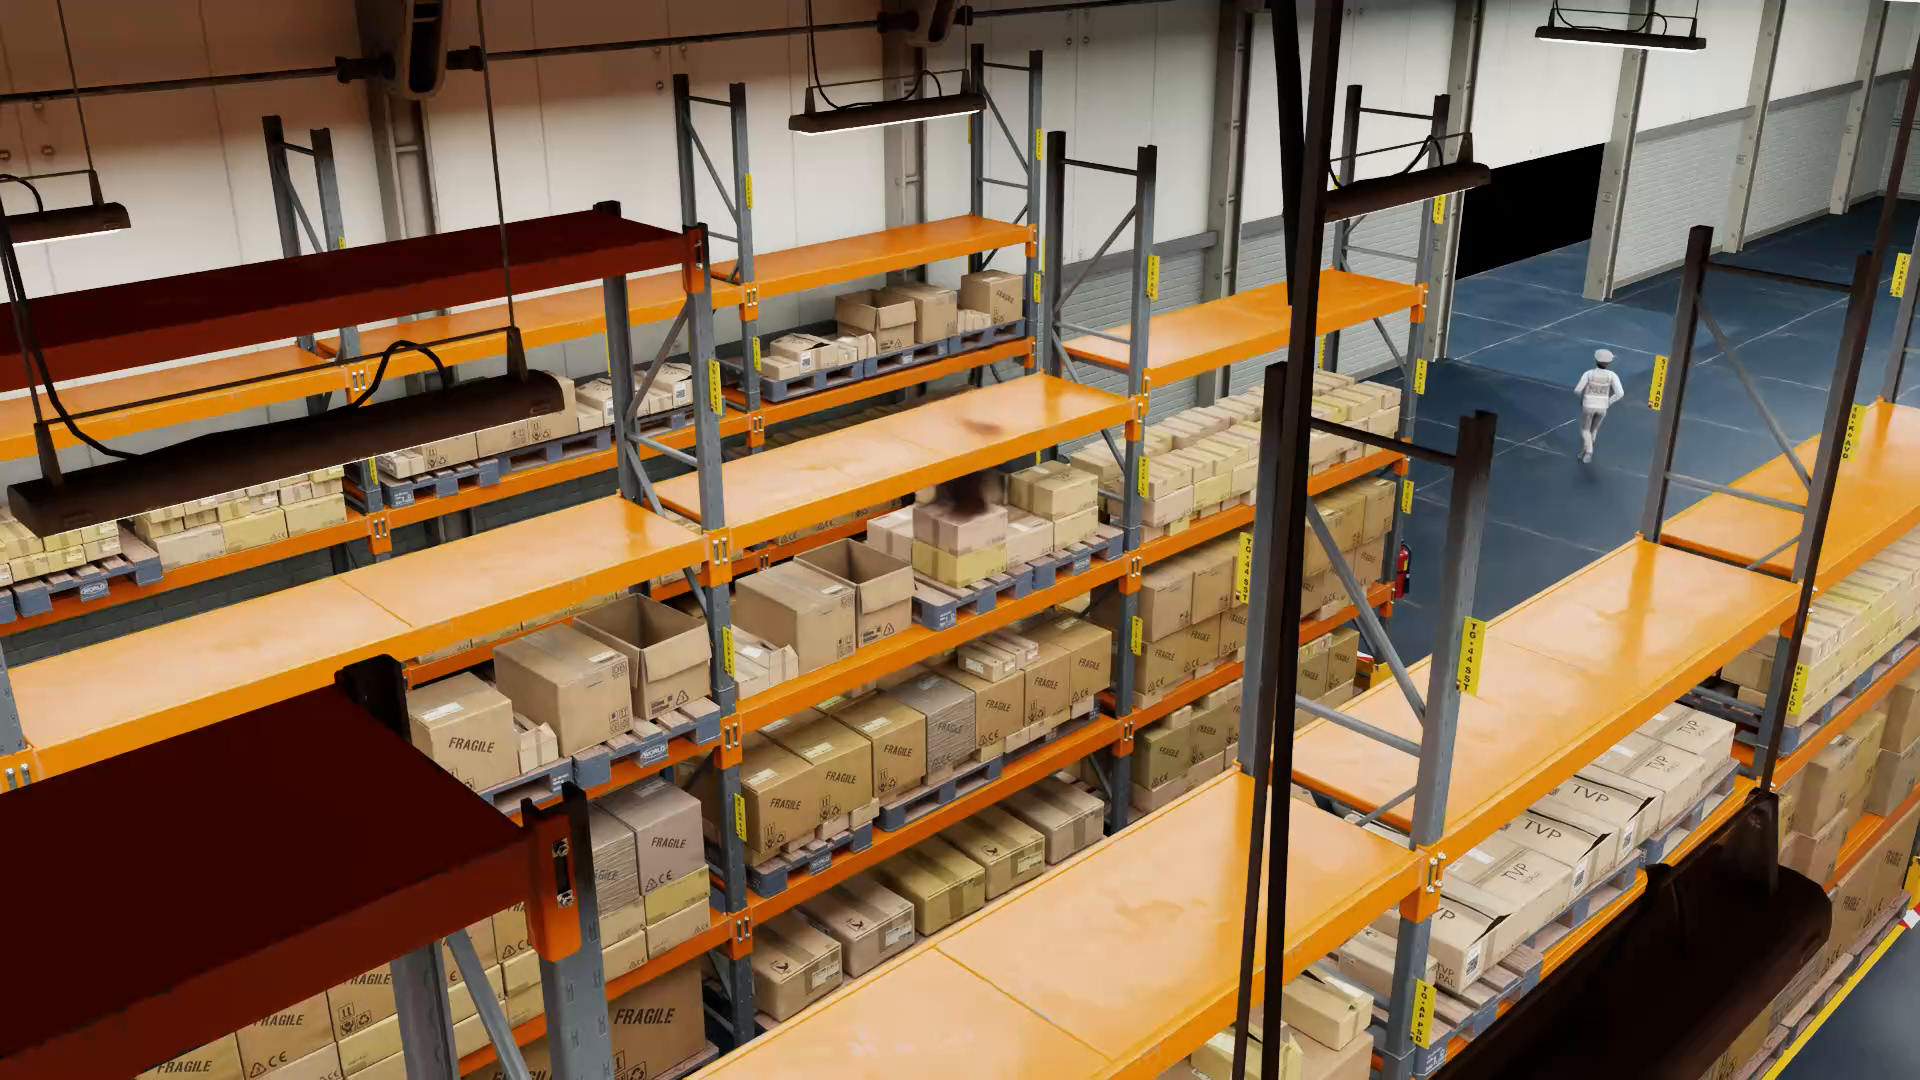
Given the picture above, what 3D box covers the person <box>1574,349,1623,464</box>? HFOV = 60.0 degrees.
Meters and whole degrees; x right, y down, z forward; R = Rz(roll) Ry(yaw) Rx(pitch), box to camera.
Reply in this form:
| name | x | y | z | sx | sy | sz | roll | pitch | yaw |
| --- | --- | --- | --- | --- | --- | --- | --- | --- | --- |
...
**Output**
| name | x | y | z | sx | sy | sz | roll | pitch | yaw |
| --- | --- | --- | --- | --- | --- | --- | --- | --- | --- |
| person | 8.816 | -1.818 | 23.073 | 0.635 | 1.663 | 0.781 | 3 | 23 | 8 |
